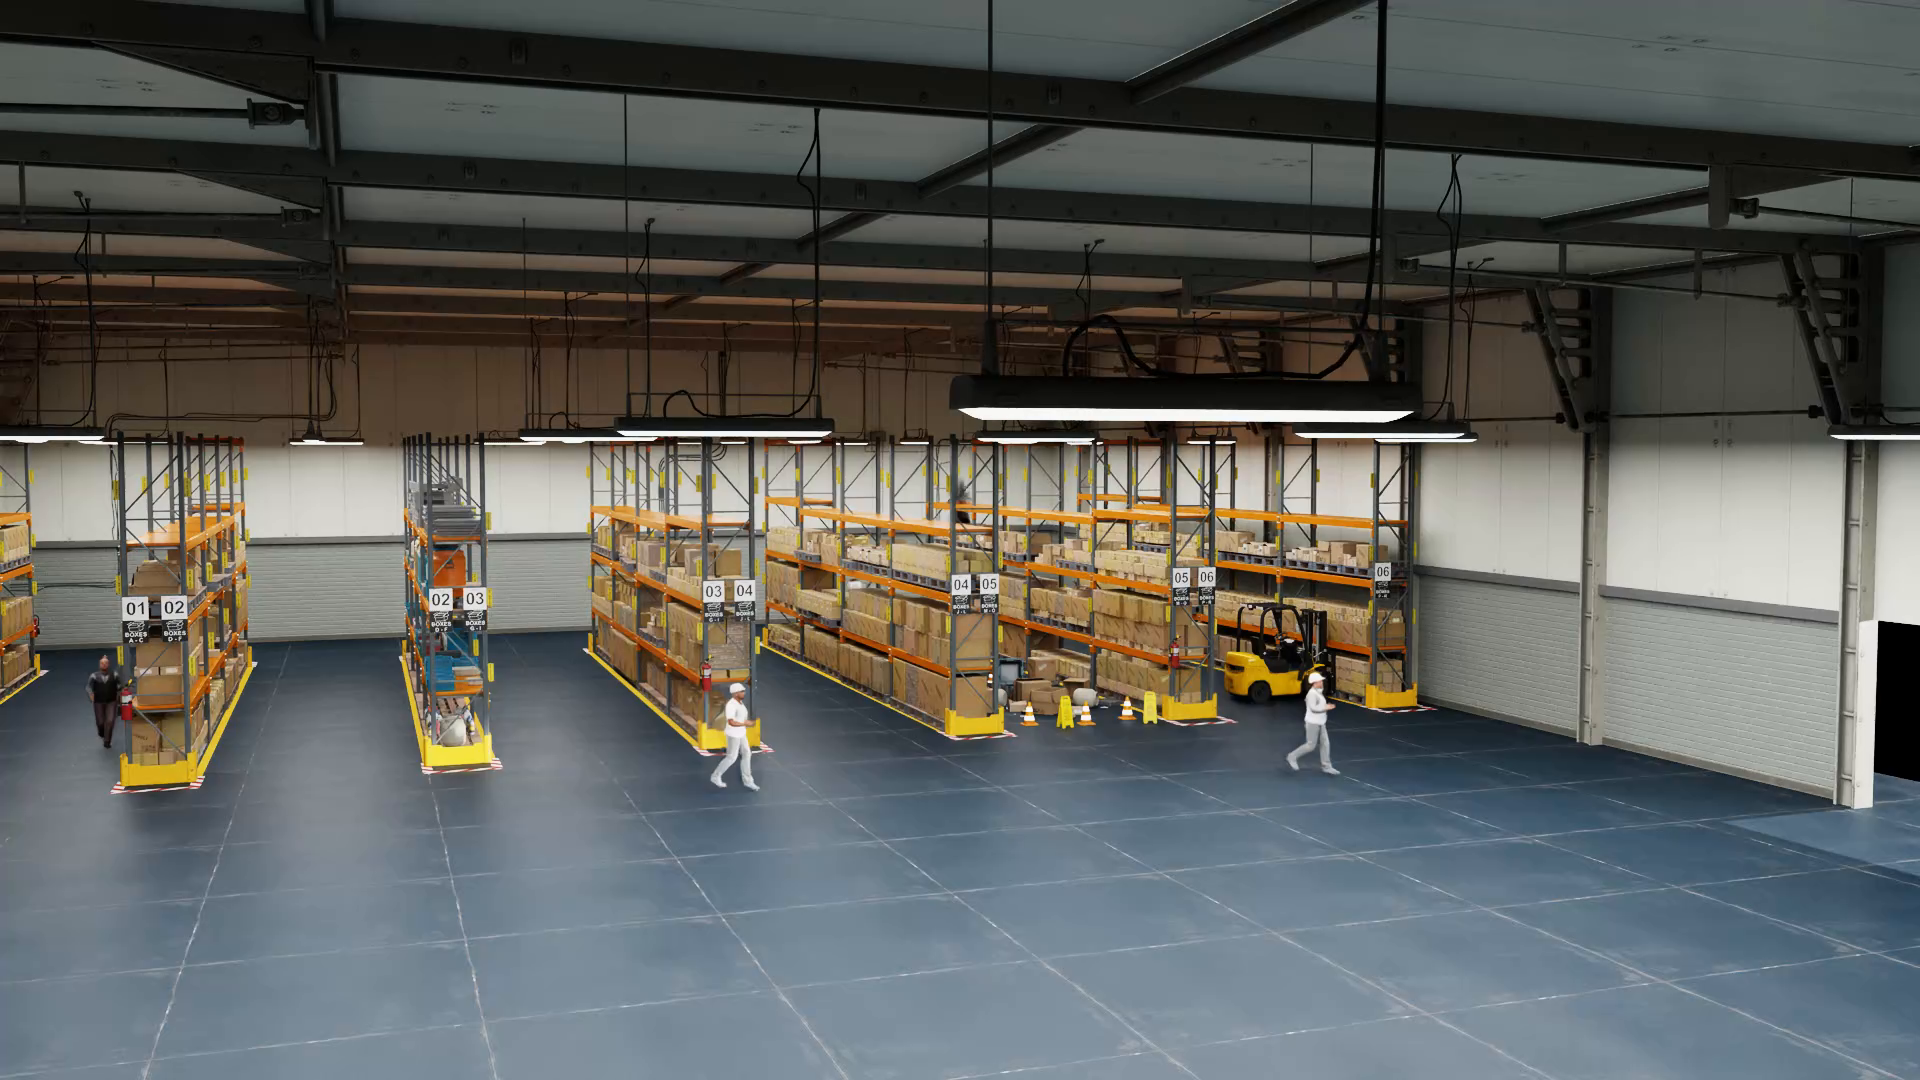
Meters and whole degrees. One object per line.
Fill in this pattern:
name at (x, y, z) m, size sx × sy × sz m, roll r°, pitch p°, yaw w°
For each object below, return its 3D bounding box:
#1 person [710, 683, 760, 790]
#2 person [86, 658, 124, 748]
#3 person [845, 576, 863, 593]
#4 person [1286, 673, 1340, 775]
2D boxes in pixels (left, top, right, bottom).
person at (-3.763, 3.296, 27.802) m, size 0.820 × 1.819 × 0.724 m, roll 1°, pitch 3°, yaw 9°
person at (-16.408, 3.120, 31.937) m, size 0.659 × 1.686 × 0.733 m, roll -2°, pitch 4°, yaw -29°
person at (-3.130, 1.846, 48.388) m, size 0.678 × 1.831 × 0.783 m, roll -2°, pitch 4°, yaw -29°
person at (6.191, 3.199, 29.083) m, size 0.931 × 1.766 × 0.676 m, roll 1°, pitch 3°, yaw 25°
